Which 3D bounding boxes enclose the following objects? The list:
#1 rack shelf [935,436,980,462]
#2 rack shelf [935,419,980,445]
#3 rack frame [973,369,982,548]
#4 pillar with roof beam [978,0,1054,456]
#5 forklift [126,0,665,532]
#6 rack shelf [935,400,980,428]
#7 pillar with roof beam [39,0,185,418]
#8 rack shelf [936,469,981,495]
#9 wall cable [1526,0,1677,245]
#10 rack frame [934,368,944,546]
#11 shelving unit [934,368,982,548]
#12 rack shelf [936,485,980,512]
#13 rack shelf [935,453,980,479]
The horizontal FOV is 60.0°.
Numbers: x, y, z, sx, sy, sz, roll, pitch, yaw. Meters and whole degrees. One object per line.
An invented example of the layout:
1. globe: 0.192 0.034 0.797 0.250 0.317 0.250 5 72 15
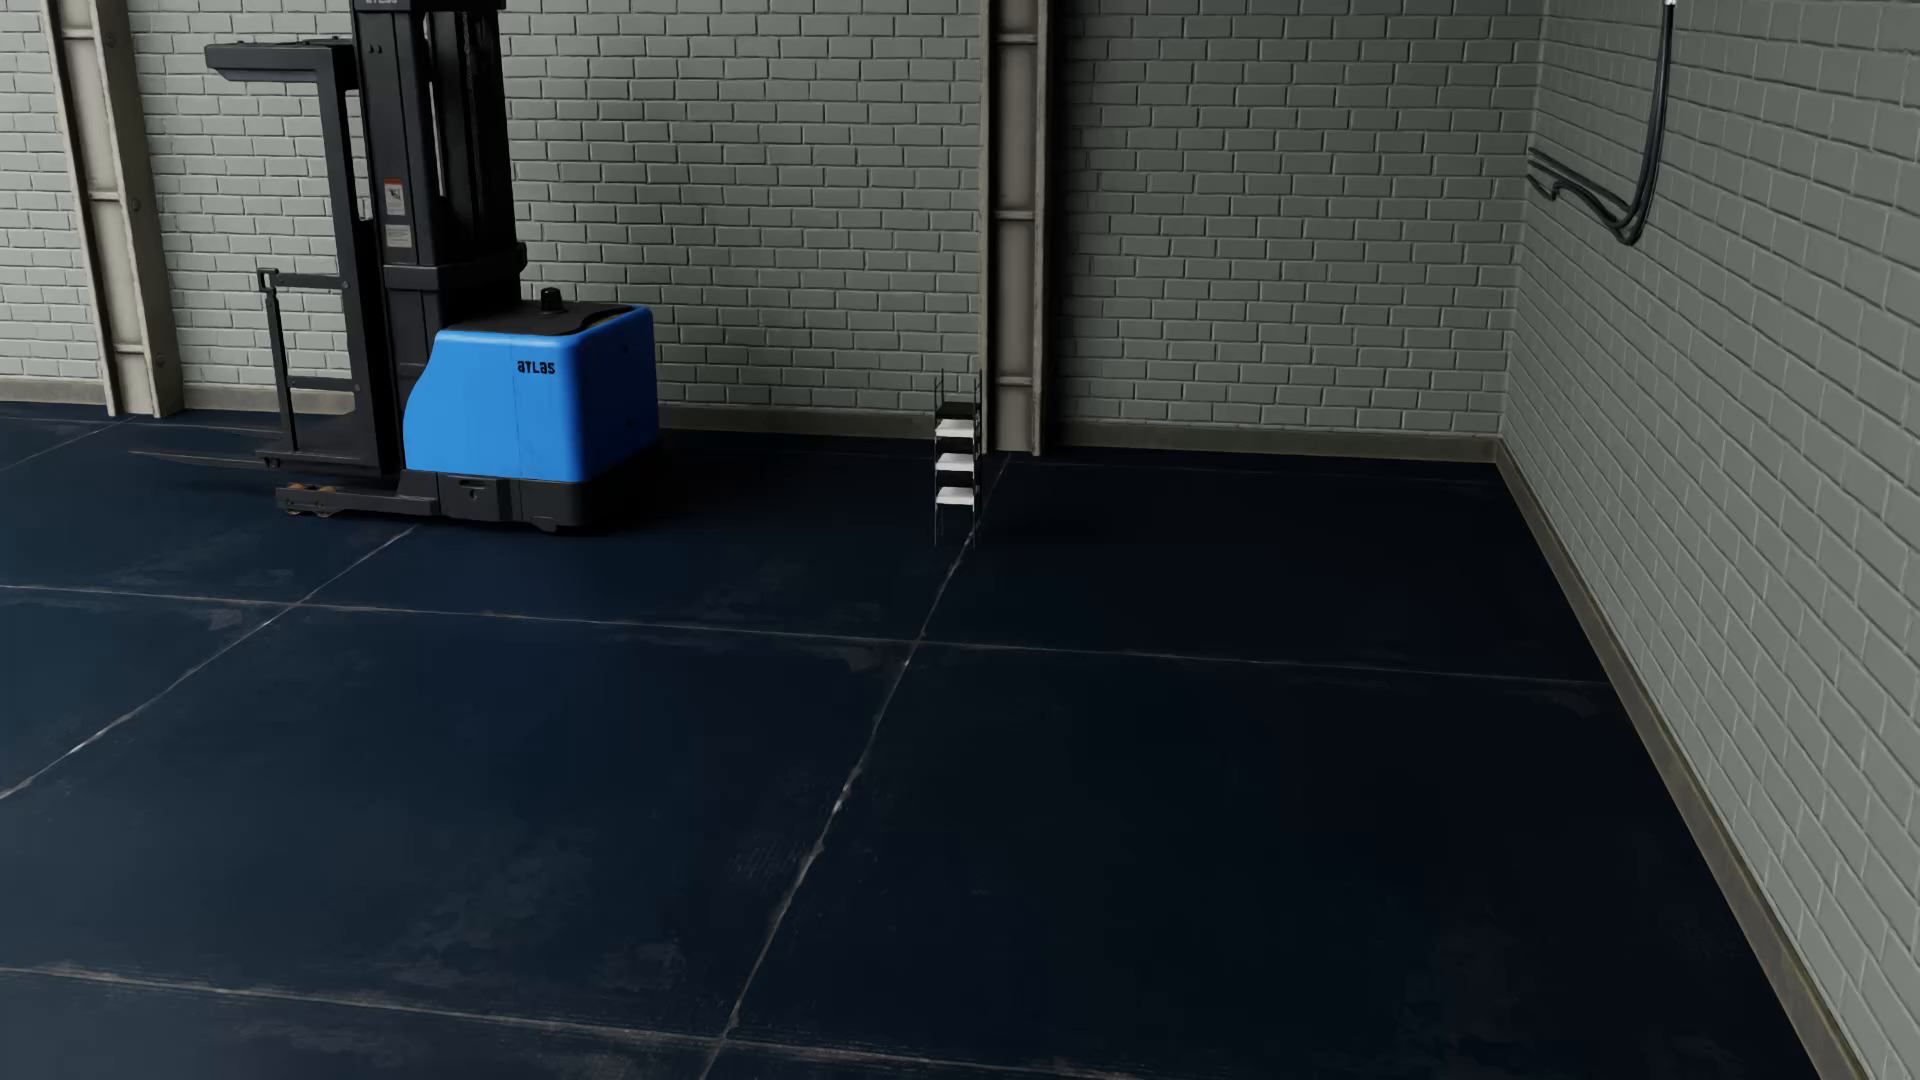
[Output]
1. rack shelf: -0.008 -0.481 8.644 0.200 0.077 0.258 3 19 9
2. rack shelf: -0.008 -0.566 8.615 0.200 0.077 0.258 3 19 9
3. rack frame: 0.092 -0.422 8.646 0.006 0.900 0.240 3 19 9
4. pillar with roof beam: -0.348 -3.503 5.090 0.400 9.000 9.100 3 19 9
5. forklift: -3.289 -1.670 9.175 3.031 2.935 1.130 5 19 14
6. rack shelf: -0.008 -0.652 8.586 0.200 0.077 0.258 3 19 9
7. pillar with roof beam: -6.272 -3.805 5.992 0.400 9.000 9.100 3 19 9
8. rack shelf: -0.008 -0.310 8.701 0.200 0.077 0.258 3 19 9
9. wall cable: 3.034 -2.816 7.932 0.112 2.526 3.097 3 19 9
10. rack frame: -0.108 -0.432 8.677 0.006 0.900 0.240 3 19 9
11. shelving unit: -0.008 -0.427 8.662 0.210 0.900 0.258 3 19 9
12. rack shelf: -0.008 -0.225 8.729 0.200 0.077 0.258 3 19 9
13. rack shelf: -0.008 -0.396 8.672 0.200 0.077 0.258 3 19 9
